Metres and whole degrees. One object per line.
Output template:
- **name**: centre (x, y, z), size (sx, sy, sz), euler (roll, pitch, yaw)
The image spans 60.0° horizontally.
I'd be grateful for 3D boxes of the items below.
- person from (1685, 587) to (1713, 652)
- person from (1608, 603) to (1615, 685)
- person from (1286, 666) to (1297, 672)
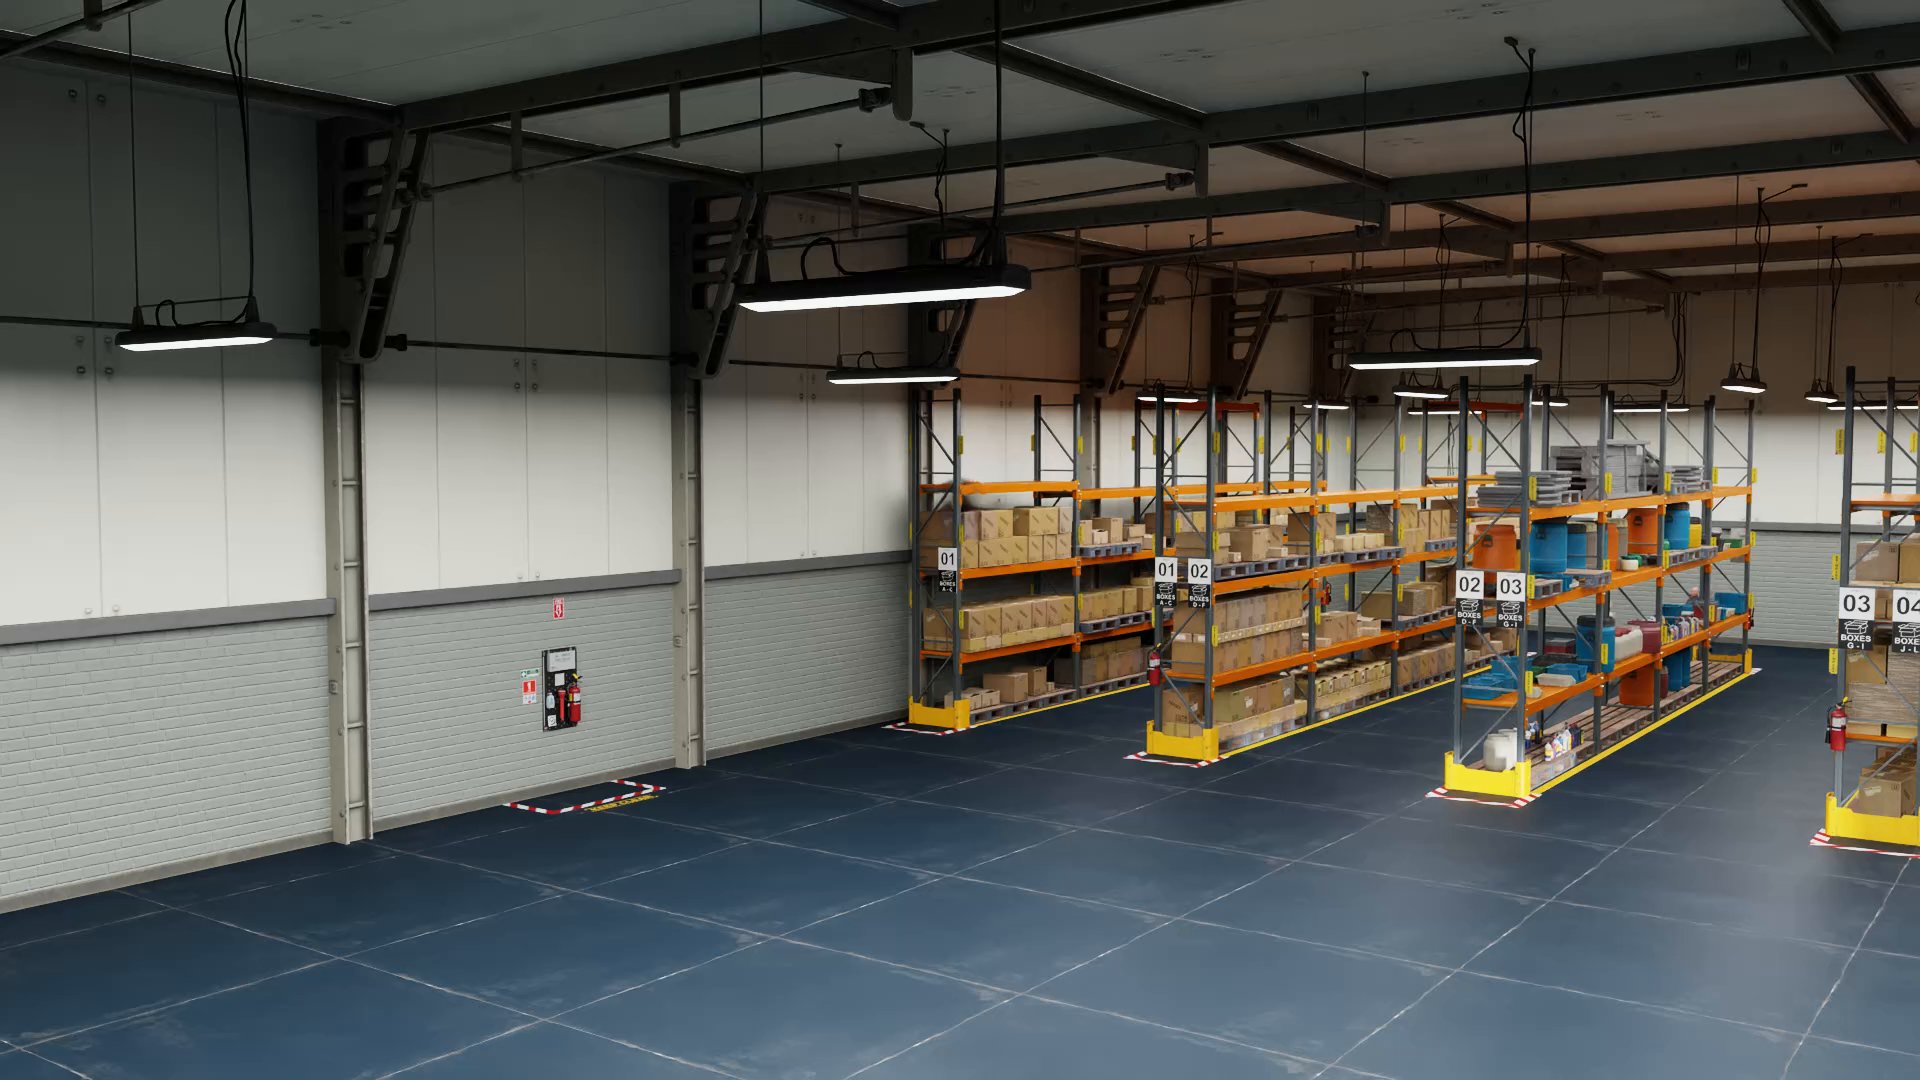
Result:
- **person**: centre (17.081, 1.943, 38.669), size (0.737, 1.709, 0.534), euler (0, 3, 1)
- **person**: centre (13.438, 2.118, 34.682), size (0.416, 1.786, 0.584), euler (1, 4, 22)
- **person**: centre (7.141, 2.149, 35.696), size (0.505, 1.613, 0.665), euler (2, 4, 33)
